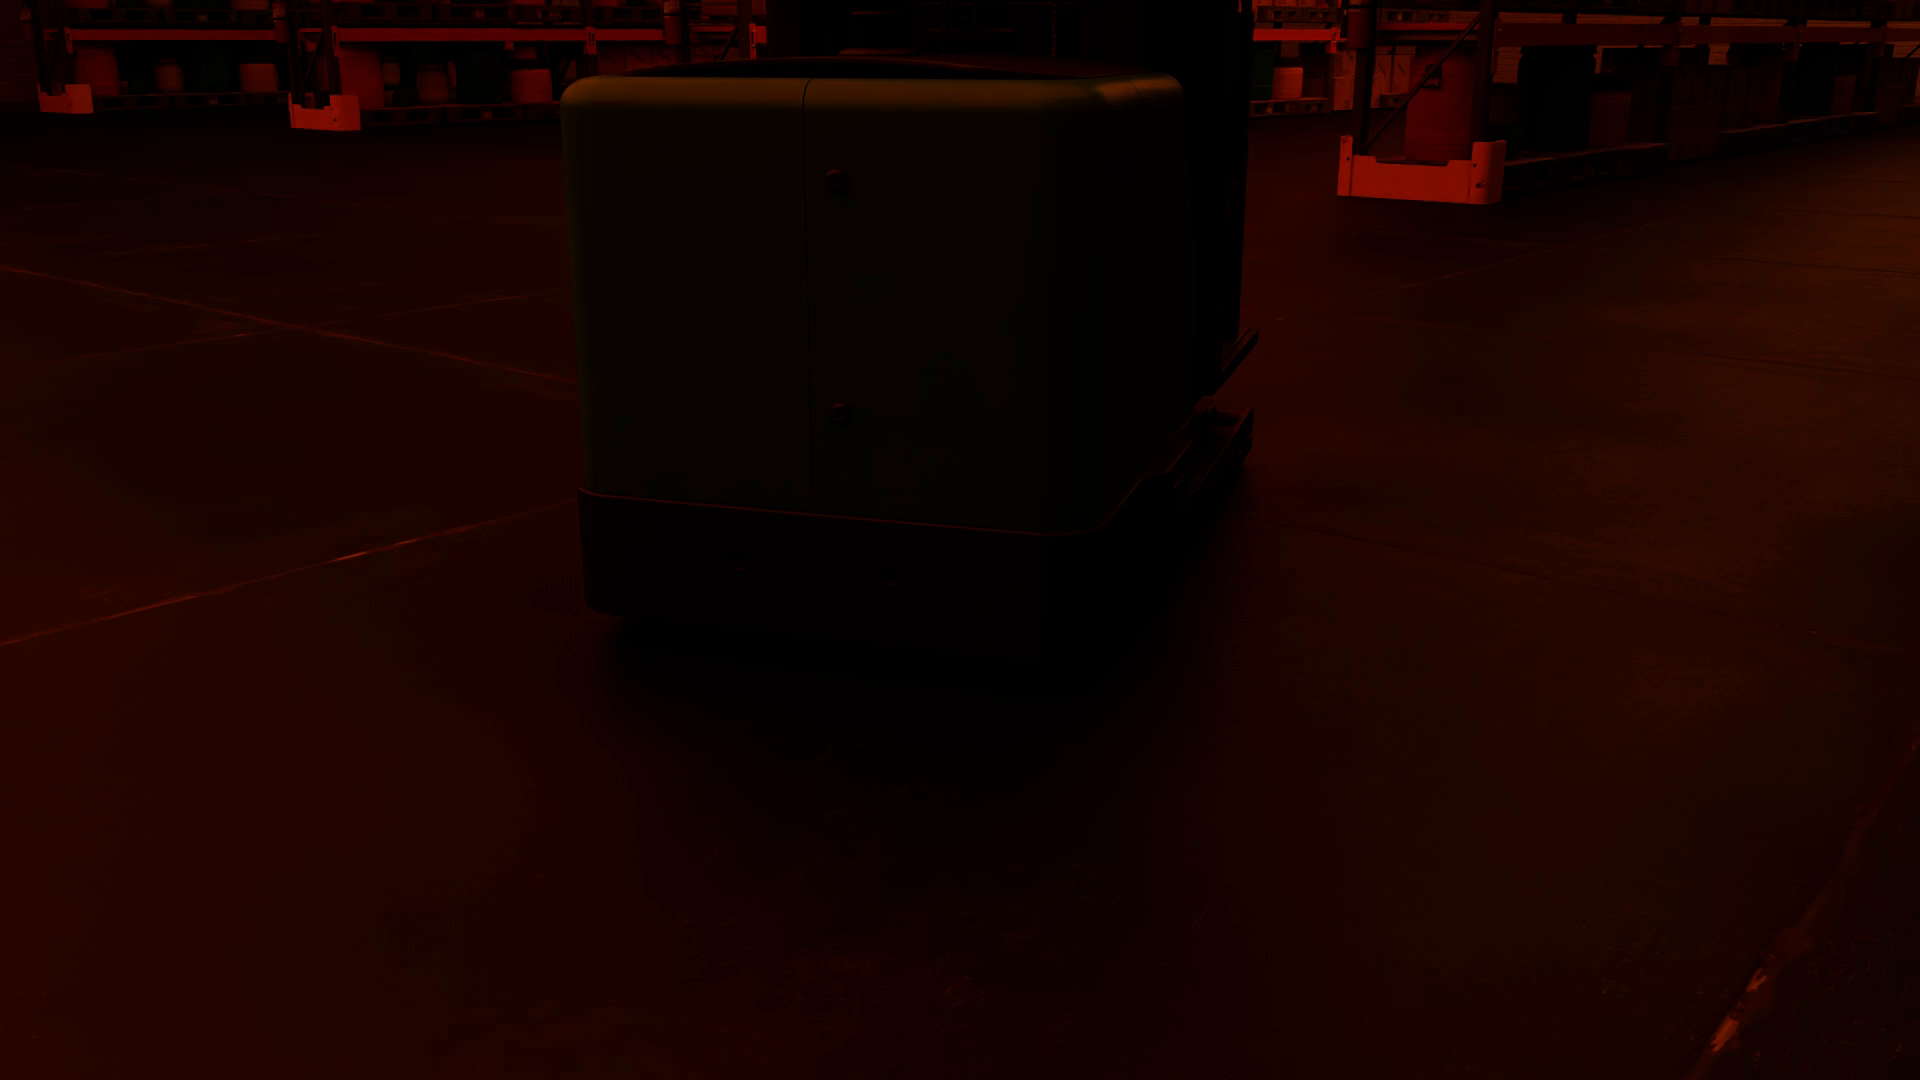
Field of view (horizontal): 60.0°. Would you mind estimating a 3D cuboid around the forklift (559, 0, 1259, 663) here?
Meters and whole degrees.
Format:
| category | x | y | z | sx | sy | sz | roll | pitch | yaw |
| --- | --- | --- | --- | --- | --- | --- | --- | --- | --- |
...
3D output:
| category | x | y | z | sx | sy | sz | roll | pitch | yaw |
| --- | --- | --- | --- | --- | --- | --- | --- | --- | --- |
| forklift | 0.182 | -1.571 | 4.072 | 1.130 | 2.935 | 3.031 | 5 | 18 | 17 |
